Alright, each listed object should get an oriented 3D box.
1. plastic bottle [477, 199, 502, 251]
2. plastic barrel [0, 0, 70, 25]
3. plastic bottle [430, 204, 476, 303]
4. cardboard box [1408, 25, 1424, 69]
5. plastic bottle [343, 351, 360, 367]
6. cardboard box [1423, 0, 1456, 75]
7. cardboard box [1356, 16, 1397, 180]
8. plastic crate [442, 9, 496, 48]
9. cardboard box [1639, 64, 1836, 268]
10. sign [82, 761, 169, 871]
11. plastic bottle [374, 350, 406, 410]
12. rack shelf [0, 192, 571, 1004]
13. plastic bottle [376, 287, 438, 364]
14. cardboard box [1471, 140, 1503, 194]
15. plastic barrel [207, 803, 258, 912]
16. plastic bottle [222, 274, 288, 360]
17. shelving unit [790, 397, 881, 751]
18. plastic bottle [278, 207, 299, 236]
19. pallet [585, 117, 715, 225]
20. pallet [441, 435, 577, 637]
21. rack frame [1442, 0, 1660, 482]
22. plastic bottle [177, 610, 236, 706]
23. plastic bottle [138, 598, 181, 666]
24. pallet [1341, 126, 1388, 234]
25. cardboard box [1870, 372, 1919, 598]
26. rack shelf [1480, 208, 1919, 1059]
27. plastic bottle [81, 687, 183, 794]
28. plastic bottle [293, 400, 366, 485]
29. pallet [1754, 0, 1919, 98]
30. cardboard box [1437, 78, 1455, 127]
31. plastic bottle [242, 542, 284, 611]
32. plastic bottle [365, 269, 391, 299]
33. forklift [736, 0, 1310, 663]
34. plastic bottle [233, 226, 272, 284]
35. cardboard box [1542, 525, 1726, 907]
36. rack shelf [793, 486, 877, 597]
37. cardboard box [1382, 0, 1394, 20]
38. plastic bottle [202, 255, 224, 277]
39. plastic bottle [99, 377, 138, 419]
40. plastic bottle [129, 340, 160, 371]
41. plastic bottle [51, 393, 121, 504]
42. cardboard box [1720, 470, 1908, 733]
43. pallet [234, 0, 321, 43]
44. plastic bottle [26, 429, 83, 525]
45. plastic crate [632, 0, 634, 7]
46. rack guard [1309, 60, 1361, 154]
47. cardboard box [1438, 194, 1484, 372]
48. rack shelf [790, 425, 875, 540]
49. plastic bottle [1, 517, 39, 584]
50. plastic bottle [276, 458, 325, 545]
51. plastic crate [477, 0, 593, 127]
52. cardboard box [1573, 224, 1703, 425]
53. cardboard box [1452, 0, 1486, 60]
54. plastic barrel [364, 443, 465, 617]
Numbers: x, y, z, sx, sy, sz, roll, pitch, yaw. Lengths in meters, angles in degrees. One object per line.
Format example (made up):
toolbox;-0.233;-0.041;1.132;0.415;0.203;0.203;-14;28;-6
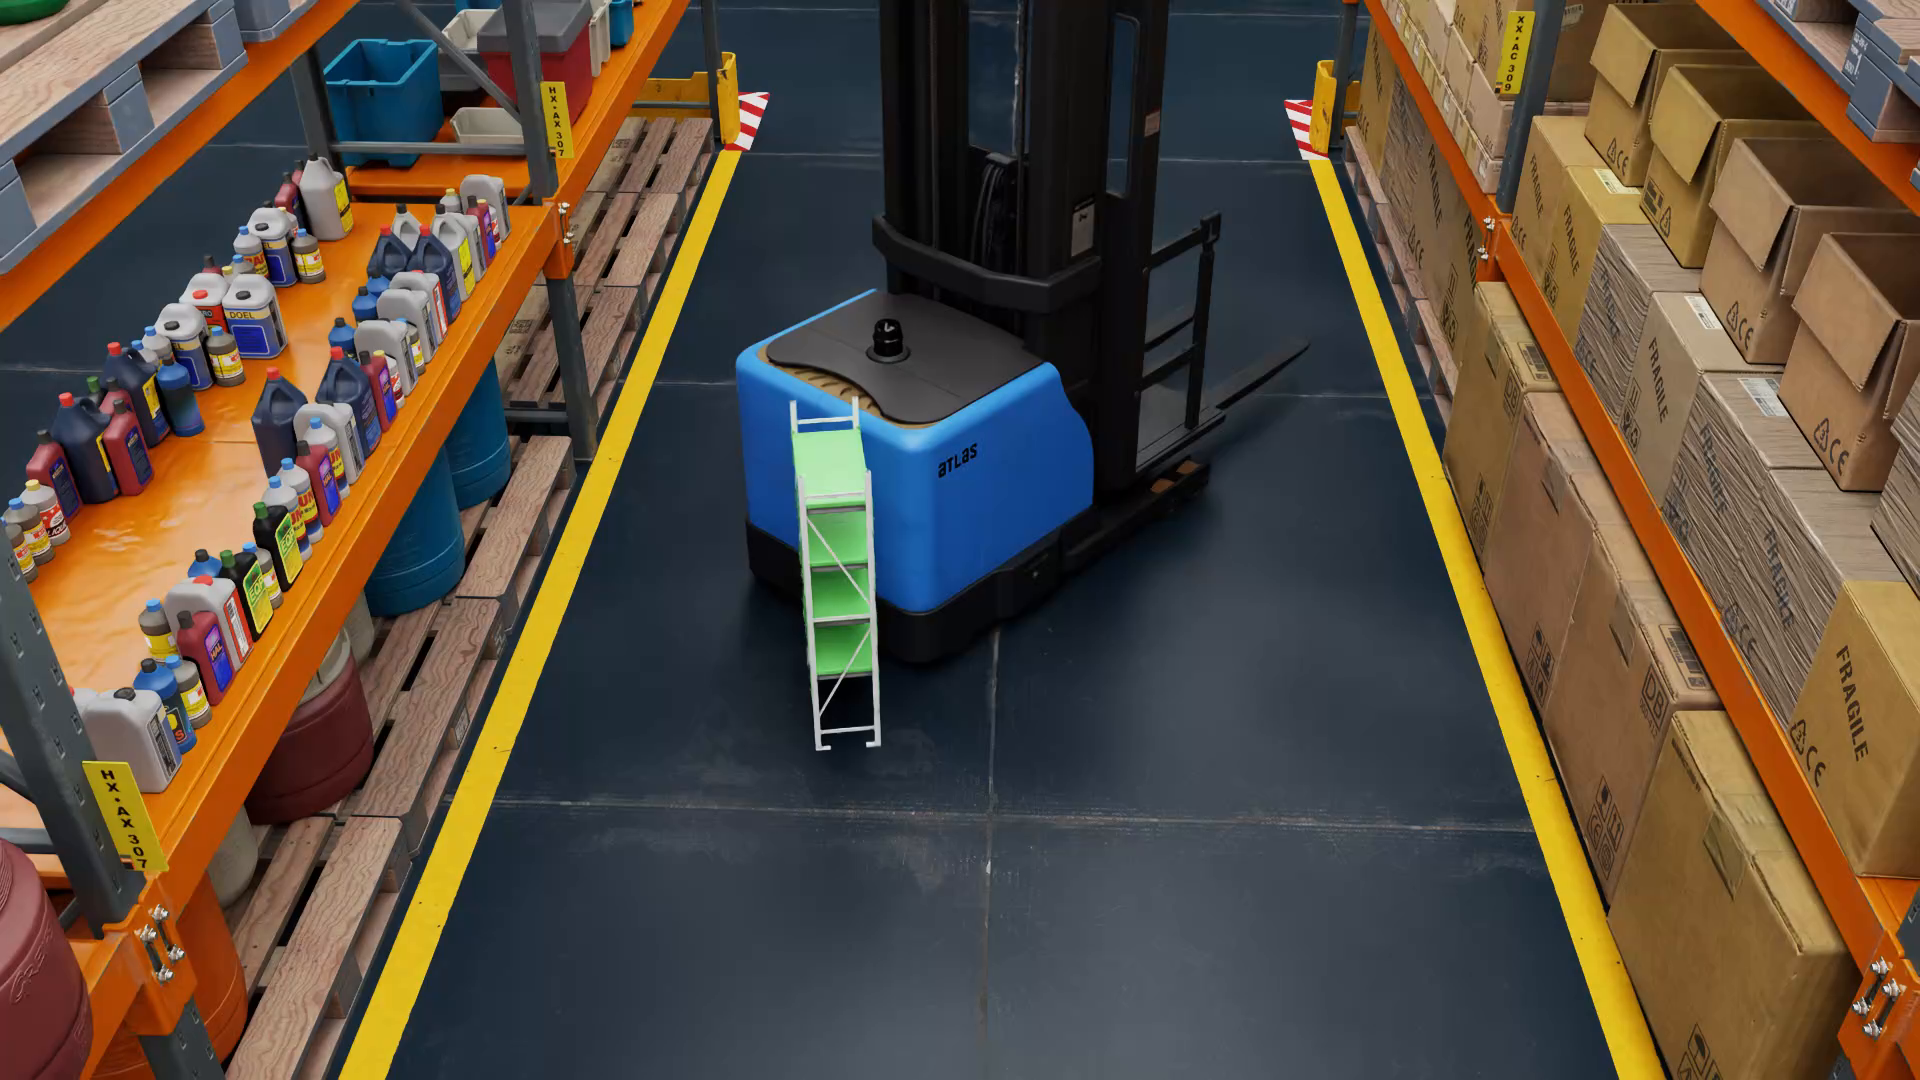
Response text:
plastic bottle;-1.882;-1.251;6.593;0.097;0.201;0.097;0;35;0
plastic barrel;-2.100;-1.274;3.615;0.294;0.245;0.294;0;35;0
plastic bottle;-1.921;-1.077;6.217;0.144;0.351;0.185;1;35;2
cardboard box;2.485;-2.483;8.393;0.380;0.149;0.250;2;35;3
plastic bottle;-1.997;-0.494;5.456;0.097;0.271;0.097;0;35;0
cardboard box;2.532;-2.429;7.970;0.500;0.250;0.500;2;35;3
cardboard box;2.952;-2.750;10.036;0.875;0.875;0.875;1;35;2
plastic crate;-2.442;-2.557;8.457;0.293;0.136;0.466;1;35;2
cardboard box;2.681;-1.209;5.402;0.797;0.503;0.637;2;35;2
sign;-1.822;0.607;3.636;0.100;0.325;0.005;1;35;2
plastic bottle;-1.931;-0.540;5.583;0.097;0.201;0.097;0;35;0
rack shelf;-2.292;-0.190;5.537;1.077;0.370;4.000;1;35;2
plastic bottle;-1.945;-0.771;5.847;0.152;0.276;0.135;1;35;2
cardboard box;2.422;-1.599;7.134;0.380;0.149;0.250;2;35;2
plastic barrel;-2.436;0.903;5.155;0.421;0.512;0.421;0;35;0
plastic bottle;-2.496;-0.790;5.873;0.152;0.276;0.135;1;35;2
shelving unit;-0.447;0.136;6.014;0.258;1.200;0.503;-5;35;-6
plastic bottle;-2.644;-1.208;6.532;0.097;0.201;0.097;0;35;0
pallet;-2.123;-2.317;10.364;1.003;0.211;1.213;1;35;2
pallet;-2.284;-0.050;7.137;1.003;0.211;1.213;1;35;2
rack frame;2.737;-1.519;6.802;1.000;3.000;0.127;1;35;2
plastic bottle;-1.973;0.284;4.339;0.061;0.283;0.133;1;35;2
plastic bottle;-2.139;0.247;4.462;0.097;0.201;0.097;0;35;0
pallet;2.944;-2.215;10.218;1.003;0.211;1.213;1;35;2
cardboard box;2.622;-0.092;3.812;0.797;0.503;0.637;2;35;3
rack shelf;2.657;-0.075;5.374;1.077;0.370;4.000;1;35;2
plastic bottle;-2.032;0.475;4.074;0.152;0.276;0.135;1;35;2
plastic bottle;-1.976;-0.322;5.207;0.152;0.276;0.135;1;35;2
pallet;2.592;-1.384;4.166;1.003;0.211;1.213;3;35;4
cardboard box;2.453;-2.042;7.765;0.380;0.149;0.250;2;35;3
plastic bottle;-1.976;0.097;4.676;0.097;0.201;0.097;0;35;0
plastic bottle;-2.065;-0.839;5.947;0.097;0.271;0.097;0;35;0
forklift;0.477;-1.483;6.811;1.130;2.935;3.031;28;43;33
plastic bottle;-2.657;-1.047;6.243;0.097;0.271;0.097;0;35;0
cardboard box;2.669;0.569;5.314;1.225;0.875;0.875;1;35;2
rack shelf;-0.447;-0.009;5.912;0.258;0.148;0.480;-5;35;-6
cardboard box;2.515;-2.927;9.025;0.380;0.149;0.250;1;35;1
plastic bottle;-2.688;-0.874;5.987;0.061;0.283;0.133;1;35;2
plastic bottle;-2.663;-0.367;5.266;0.061;0.283;0.133;1;35;2
plastic bottle;-2.693;-0.536;5.516;0.097;0.271;0.097;0;35;0
plastic bottle;-2.688;-0.304;5.117;0.144;0.351;0.185;1;35;2
cardboard box;2.375;0.163;4.322;0.500;0.500;0.500;1;35;1
pallet;-2.188;-1.679;4.585;1.003;0.211;1.213;1;35;2
plastic bottle;-2.736;-0.186;5.007;0.061;0.283;0.133;1;35;2
plastic crate;-1.909;-2.878;8.913;0.298;0.136;0.250;1;35;2
rack guard;2.899;-2.808;10.810;1.175;0.500;0.348;1;35;2
cardboard box;2.844;-1.198;7.829;0.875;0.875;0.875;1;35;2
rack shelf;-0.447;-0.205;5.774;0.258;0.148;0.480;-5;35;-6
plastic bottle;-2.730;0.026;4.777;0.097;0.201;0.097;0;35;0
plastic bottle;-1.963;-0.120;4.924;0.097;0.271;0.097;0;35;0
plastic crate;-1.925;-2.191;7.651;0.402;0.464;0.583;1;35;2
cardboard box;2.429;-0.725;5.585;0.500;0.500;0.500;1;35;1
cardboard box;2.513;-2.444;7.338;0.500;0.500;0.500;2;35;2
plastic barrel;-2.279;-0.227;6.424;0.600;0.901;0.708;1;35;2
